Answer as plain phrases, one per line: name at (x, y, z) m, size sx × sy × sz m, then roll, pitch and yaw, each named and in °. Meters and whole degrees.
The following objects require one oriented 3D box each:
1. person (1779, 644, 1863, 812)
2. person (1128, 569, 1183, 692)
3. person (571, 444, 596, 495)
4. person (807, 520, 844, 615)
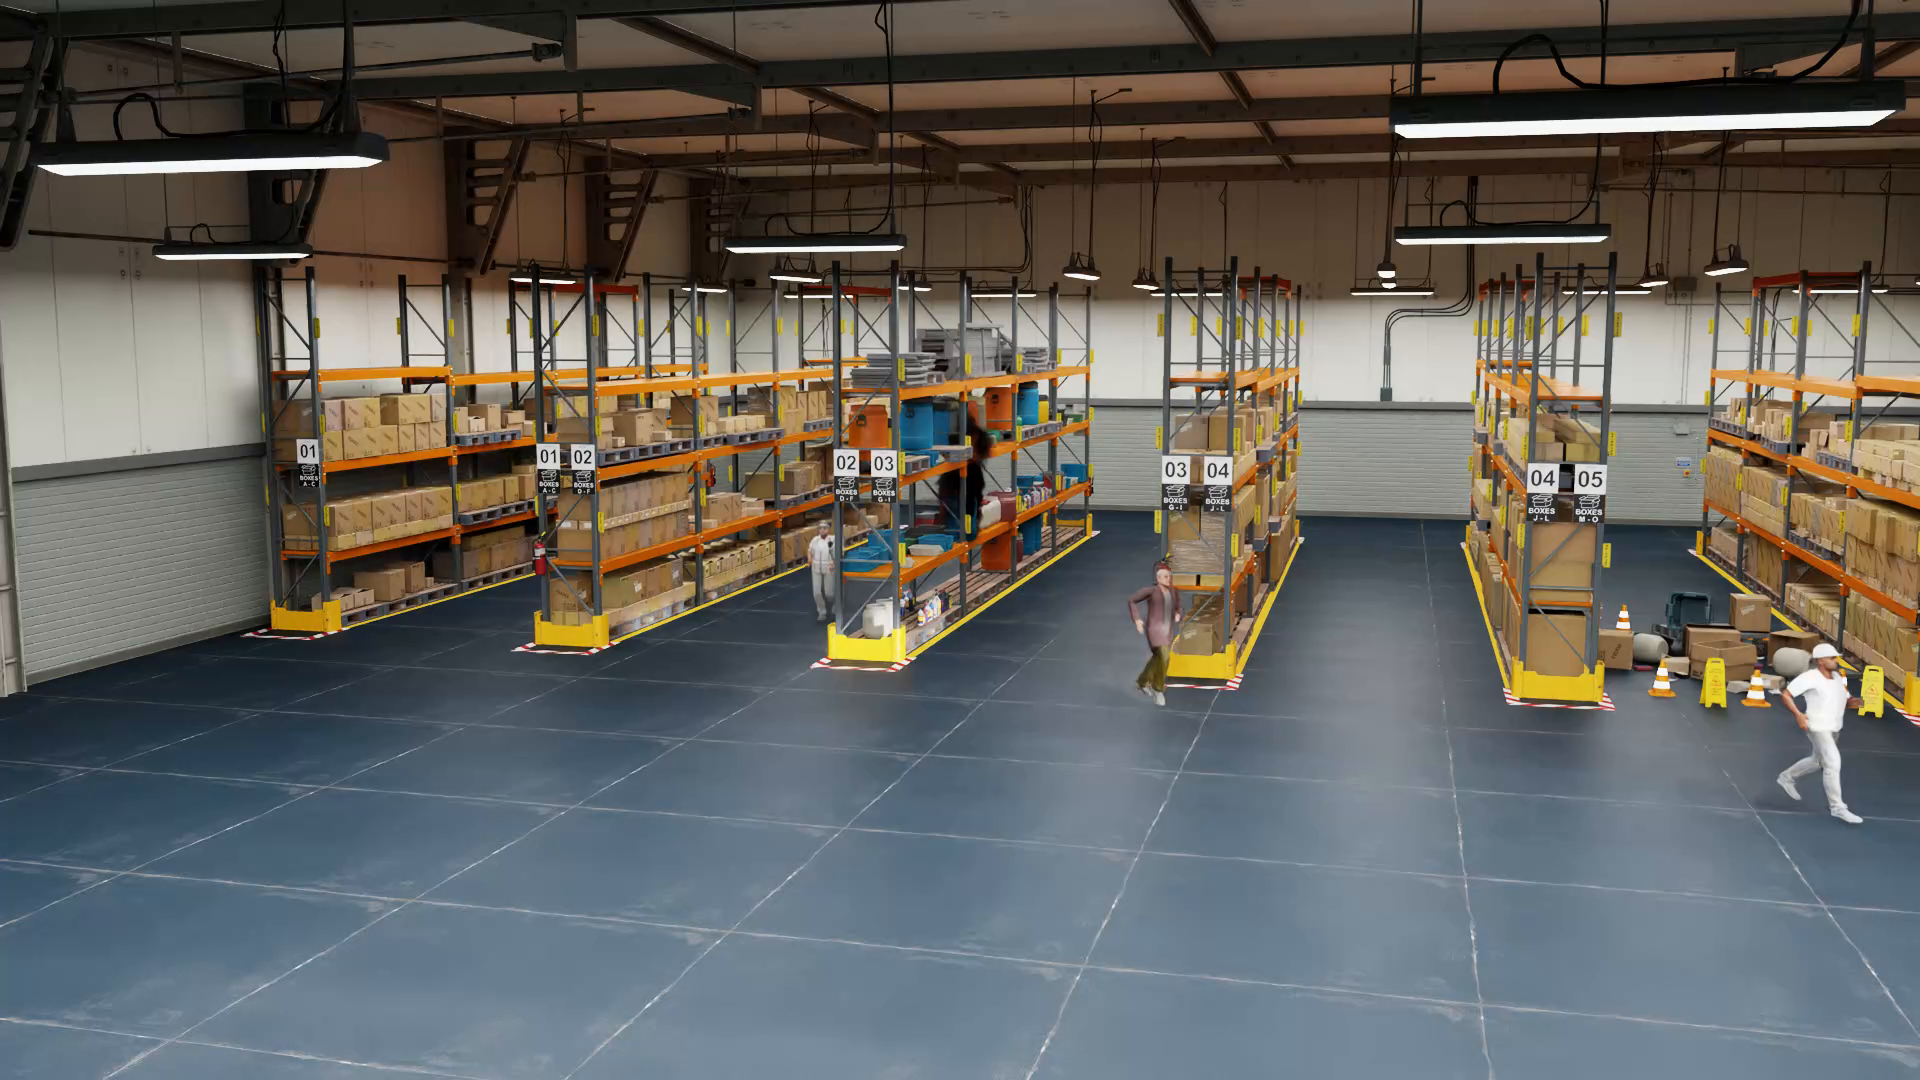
person at (8.850, 1.893, 17.162) m, size 0.700 × 1.677 × 0.821 m, roll -5°, pitch 9°, yaw -33°
person at (2.690, 1.211, 22.496) m, size 0.701 × 1.664 × 0.733 m, roll -6°, pitch 9°, yaw -37°
person at (3.455, 0.940, 19.525) m, size 12.931 × 3.179 × 19.632 m, roll -3°, pitch 8°, yaw -21°
person at (-2.346, 0.477, 28.632) m, size 0.661 × 1.658 × 0.565 m, roll 1°, pitch 7°, yaw 12°
